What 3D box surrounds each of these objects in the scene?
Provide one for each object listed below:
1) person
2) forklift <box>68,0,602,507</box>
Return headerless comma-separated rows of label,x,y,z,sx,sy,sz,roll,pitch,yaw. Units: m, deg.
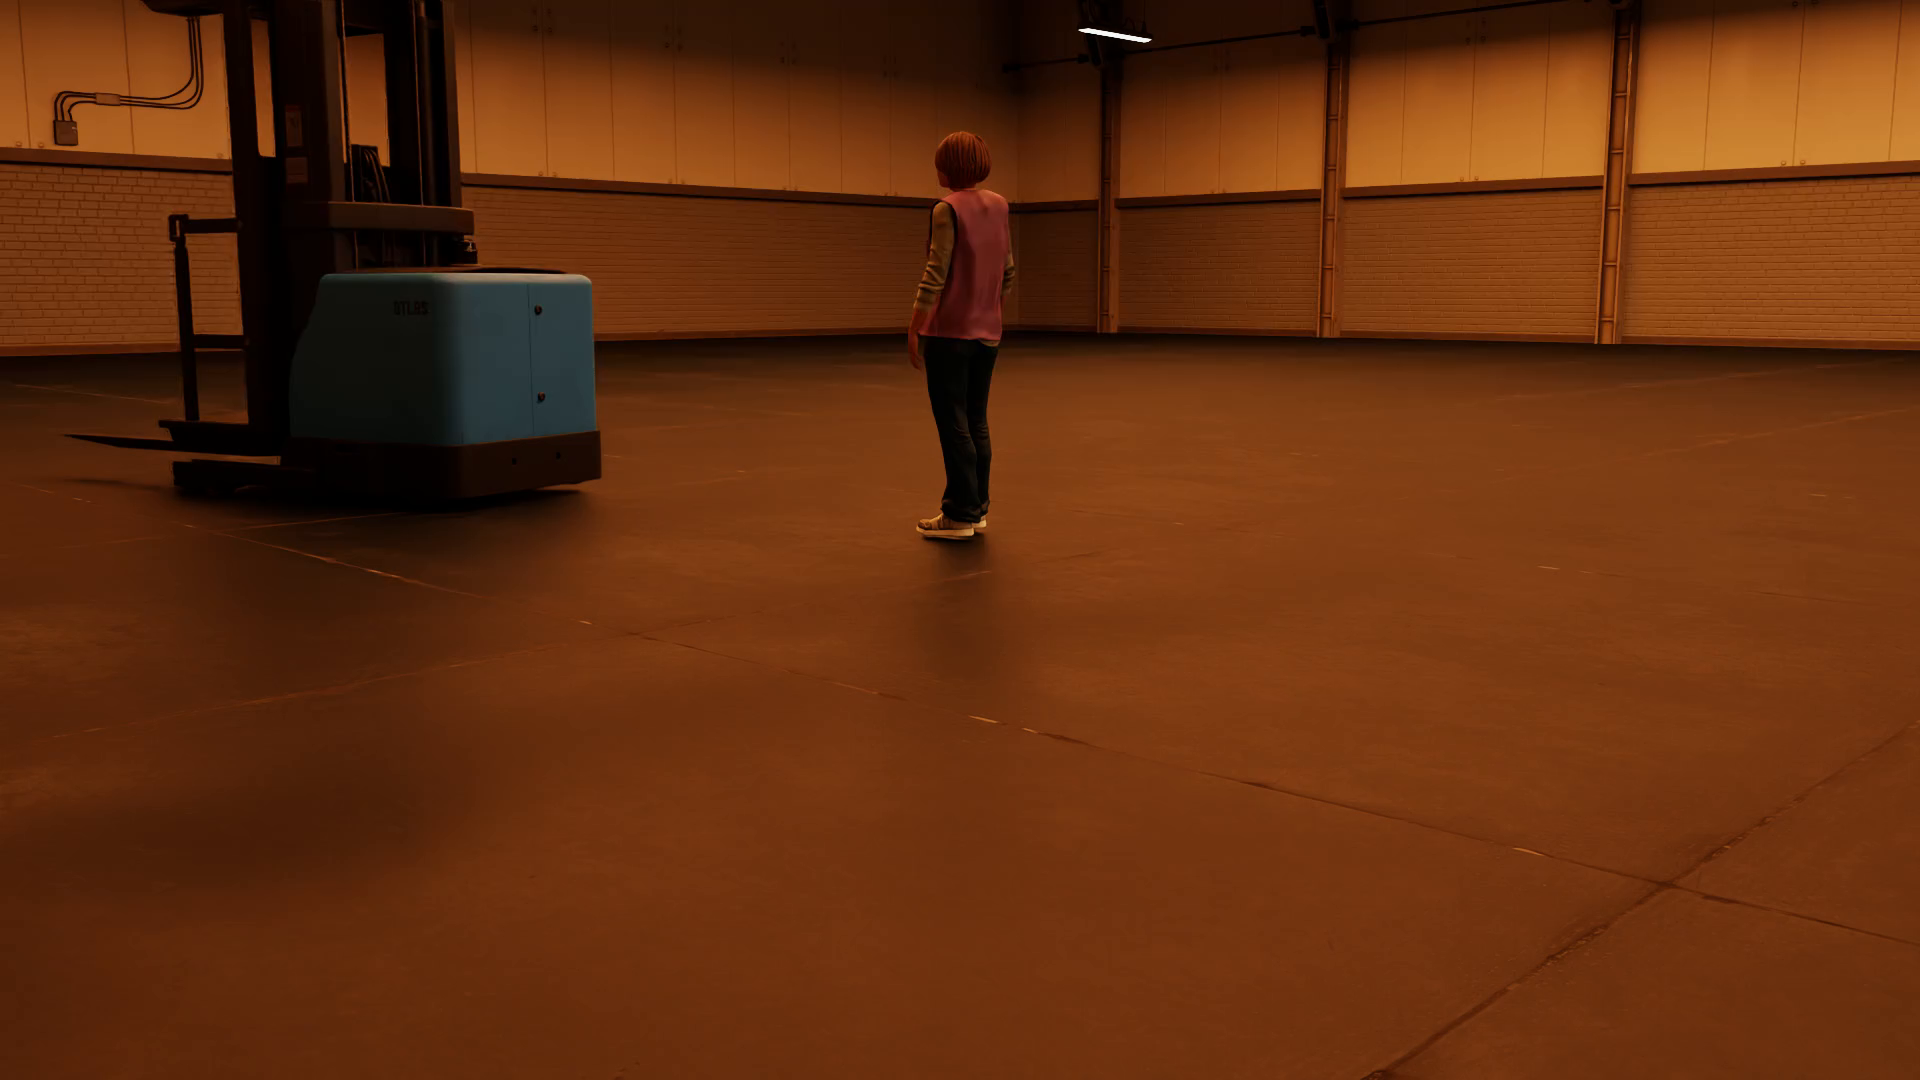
person,-0.044,-0.807,6.659,0.473,1.599,0.520,8,12,43
forklift,-3.329,-1.731,8.371,3.031,2.935,1.130,5,10,28
